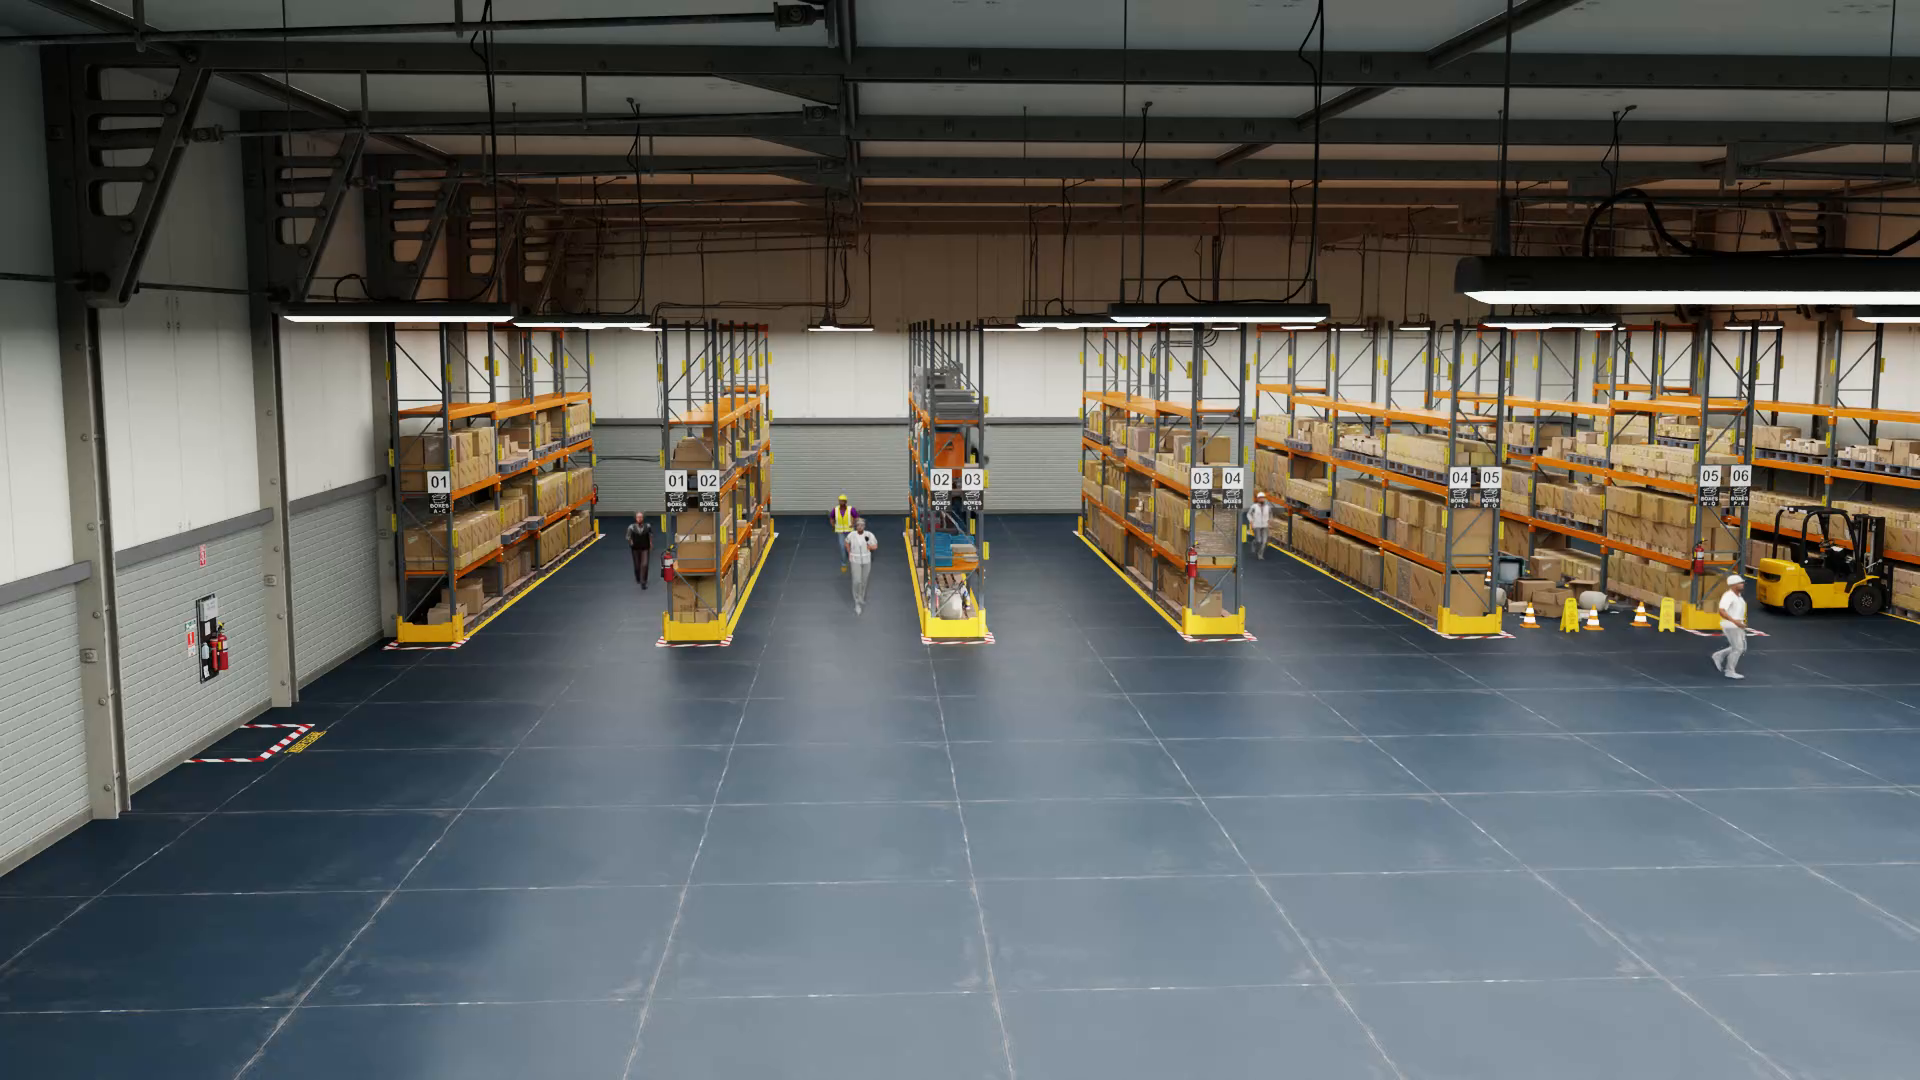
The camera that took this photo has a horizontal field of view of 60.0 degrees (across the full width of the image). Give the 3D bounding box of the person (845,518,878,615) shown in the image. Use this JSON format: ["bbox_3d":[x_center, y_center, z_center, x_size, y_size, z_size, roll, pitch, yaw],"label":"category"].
[{"bbox_3d":[-1.948,0.498,33.134,0.626,1.896,0.753,-1,7,-11],"label":"person"}]

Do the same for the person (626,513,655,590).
[{"bbox_3d":[-7.234,0.227,37.651,0.648,1.712,0.934,-1,7,-11],"label":"person"}]

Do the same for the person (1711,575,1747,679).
[{"bbox_3d":[12.853,1.438,27.782,0.581,1.726,0.708,6,9,41],"label":"person"}]

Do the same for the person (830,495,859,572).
[{"bbox_3d":[-2.670,-0.161,38.463,0.690,1.770,0.769,0,7,-3],"label":"person"}]

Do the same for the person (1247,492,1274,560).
[{"bbox_3d":[7.669,-0.350,42.378,0.671,1.728,0.573,-1,7,-5],"label":"person"}]
